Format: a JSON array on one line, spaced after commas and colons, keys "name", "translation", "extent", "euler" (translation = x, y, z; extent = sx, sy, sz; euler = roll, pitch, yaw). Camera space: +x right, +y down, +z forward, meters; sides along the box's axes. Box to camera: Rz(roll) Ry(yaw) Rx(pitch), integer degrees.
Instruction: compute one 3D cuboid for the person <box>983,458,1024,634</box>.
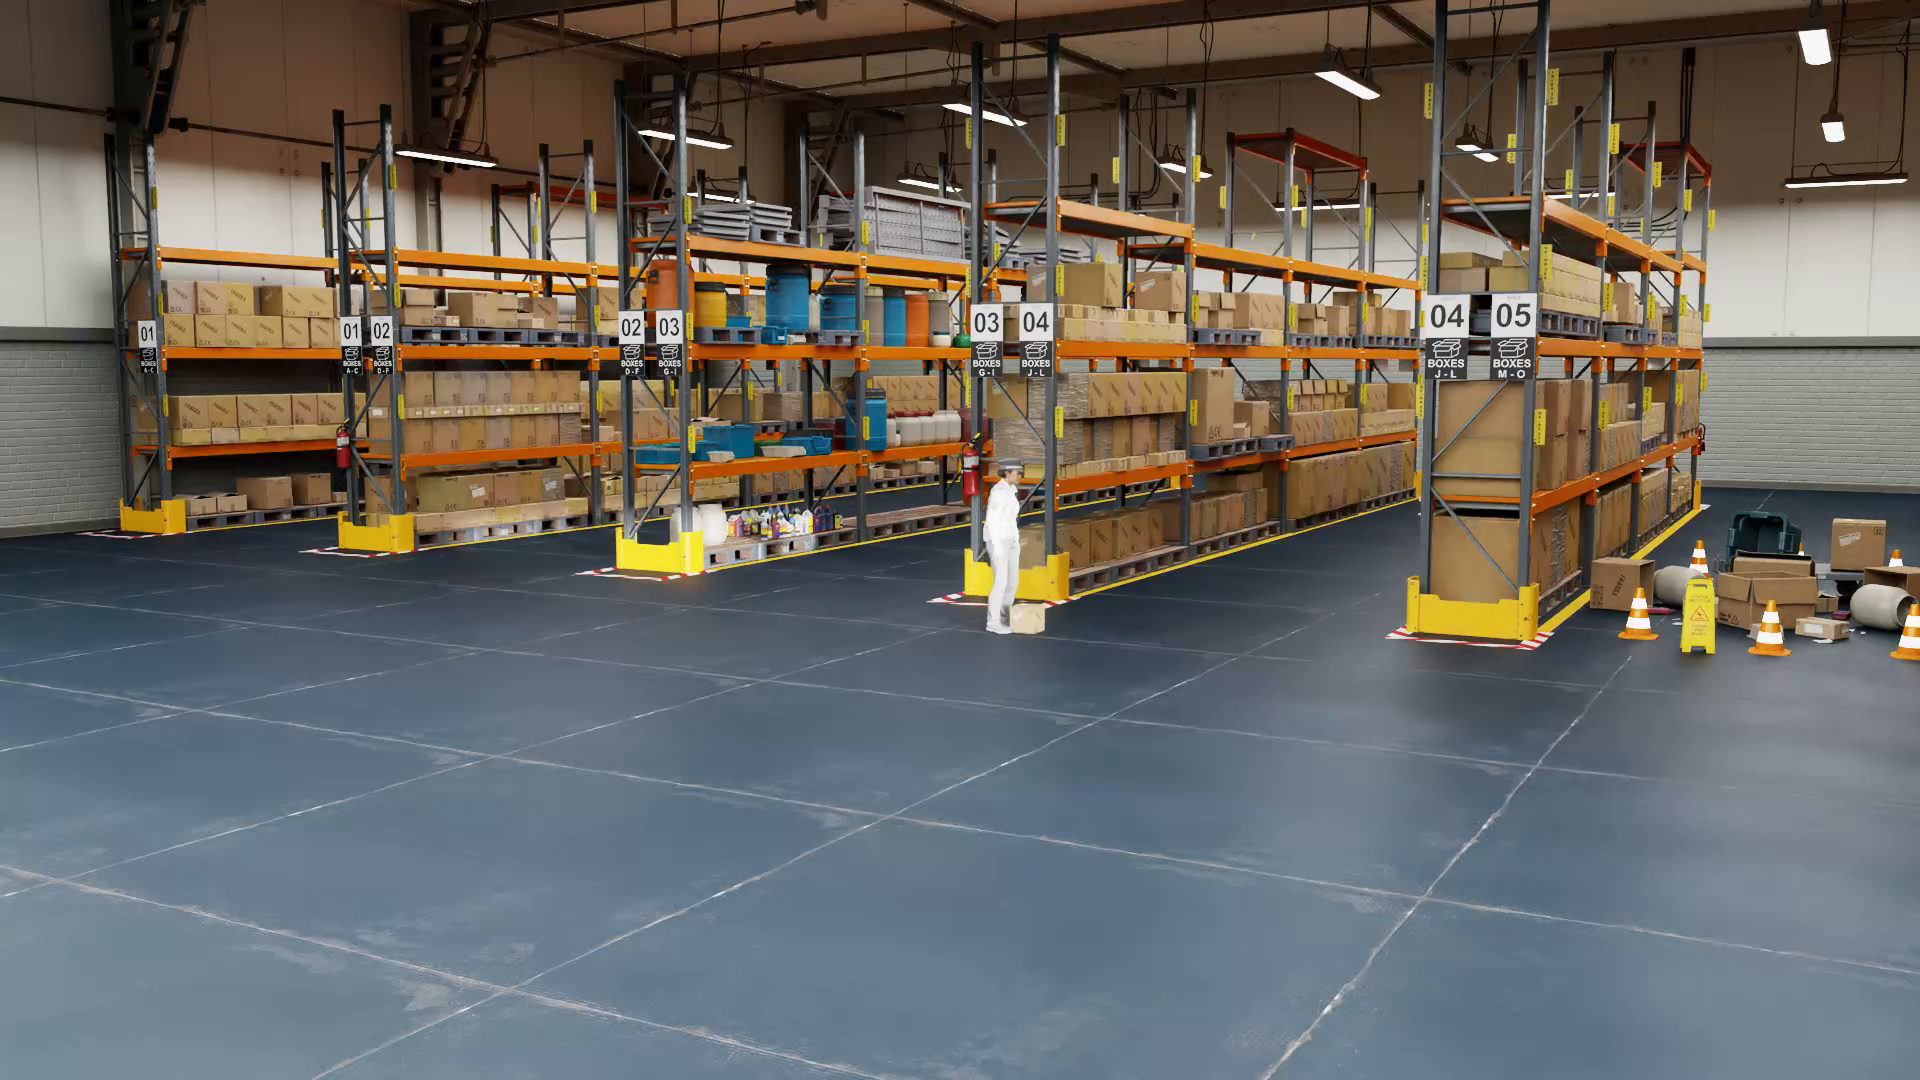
[{"name": "person", "translation": [0.429, 0.041, 15.971], "extent": [0.374, 1.662, 0.534], "euler": [3, 7, 25]}]
